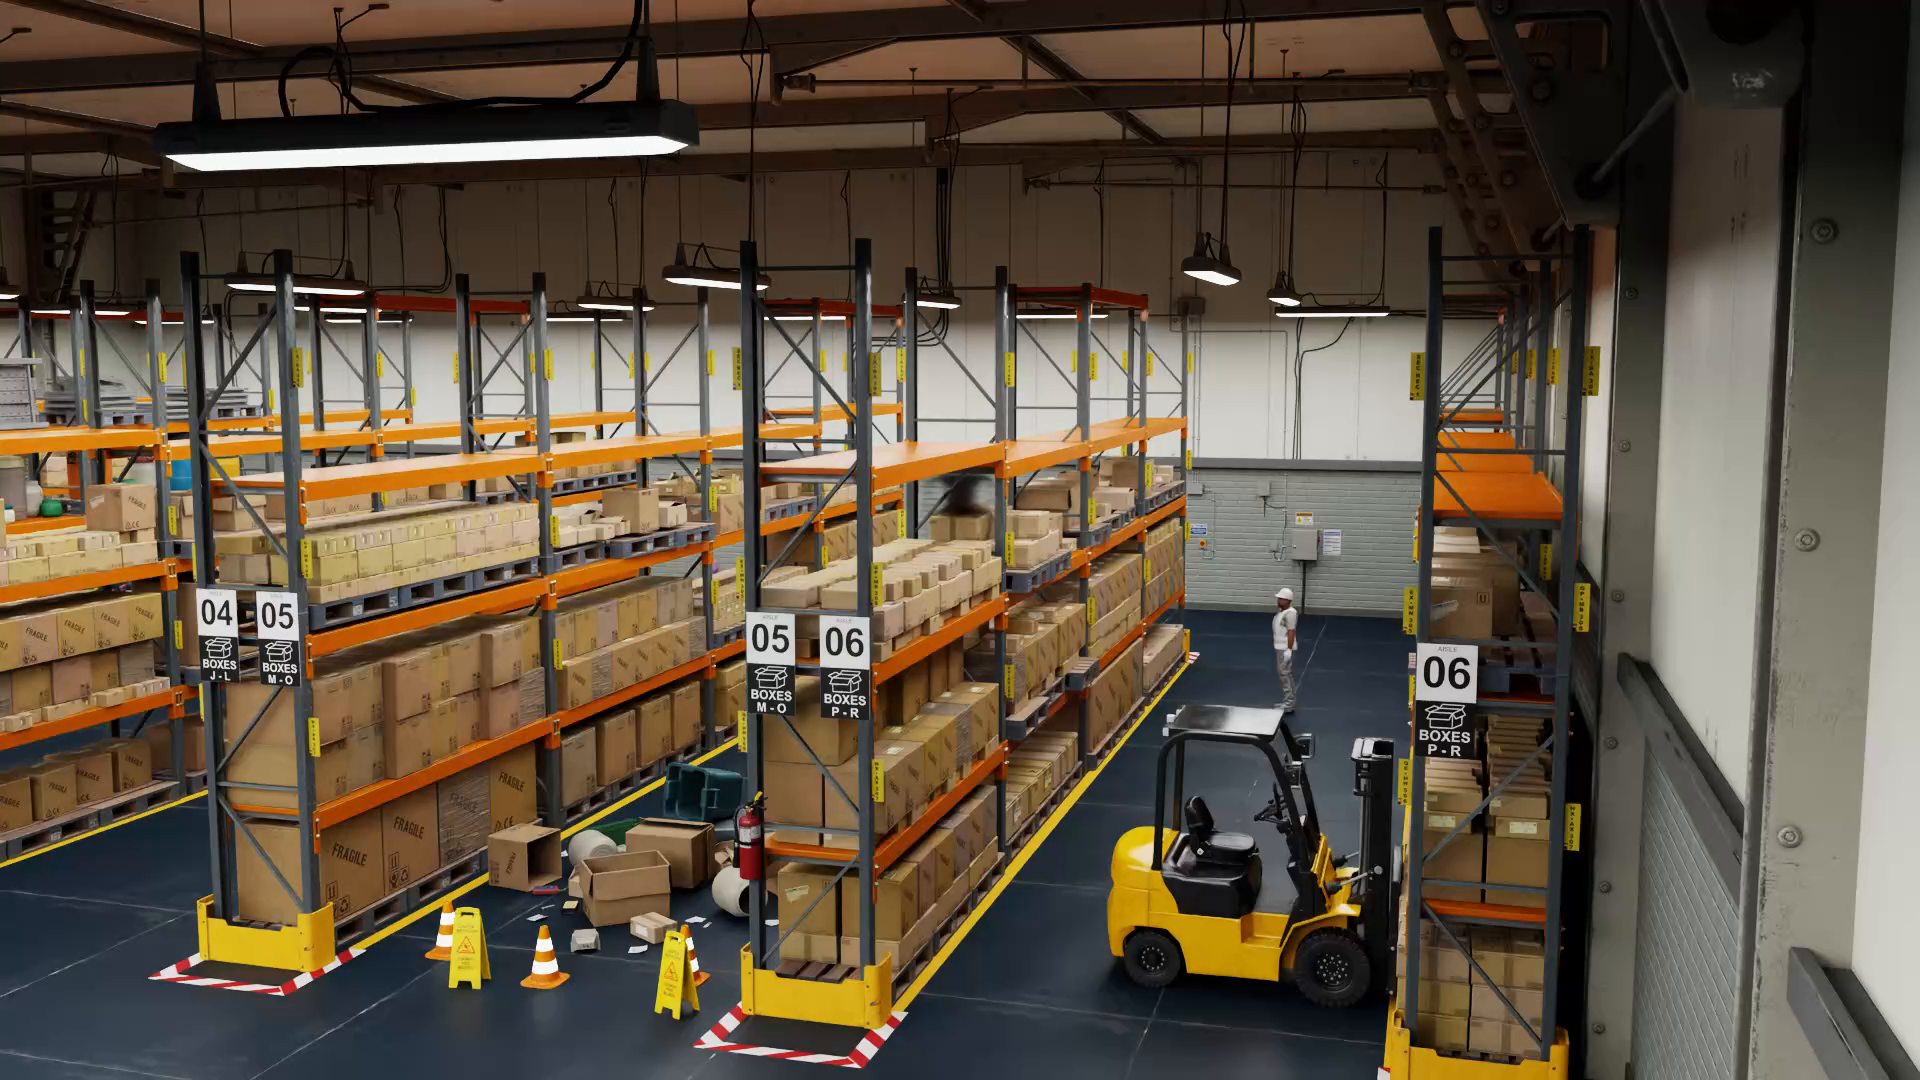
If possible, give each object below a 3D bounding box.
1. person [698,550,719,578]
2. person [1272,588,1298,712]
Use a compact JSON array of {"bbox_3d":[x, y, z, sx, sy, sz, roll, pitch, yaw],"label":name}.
[{"bbox_3d":[-4.649,0.904,31.005,0.483,1.576,0.776,-3,7,-28],"label":"person"},{"bbox_3d":[4.689,1.583,24.038,0.364,1.788,0.645,1,6,5],"label":"person"}]
